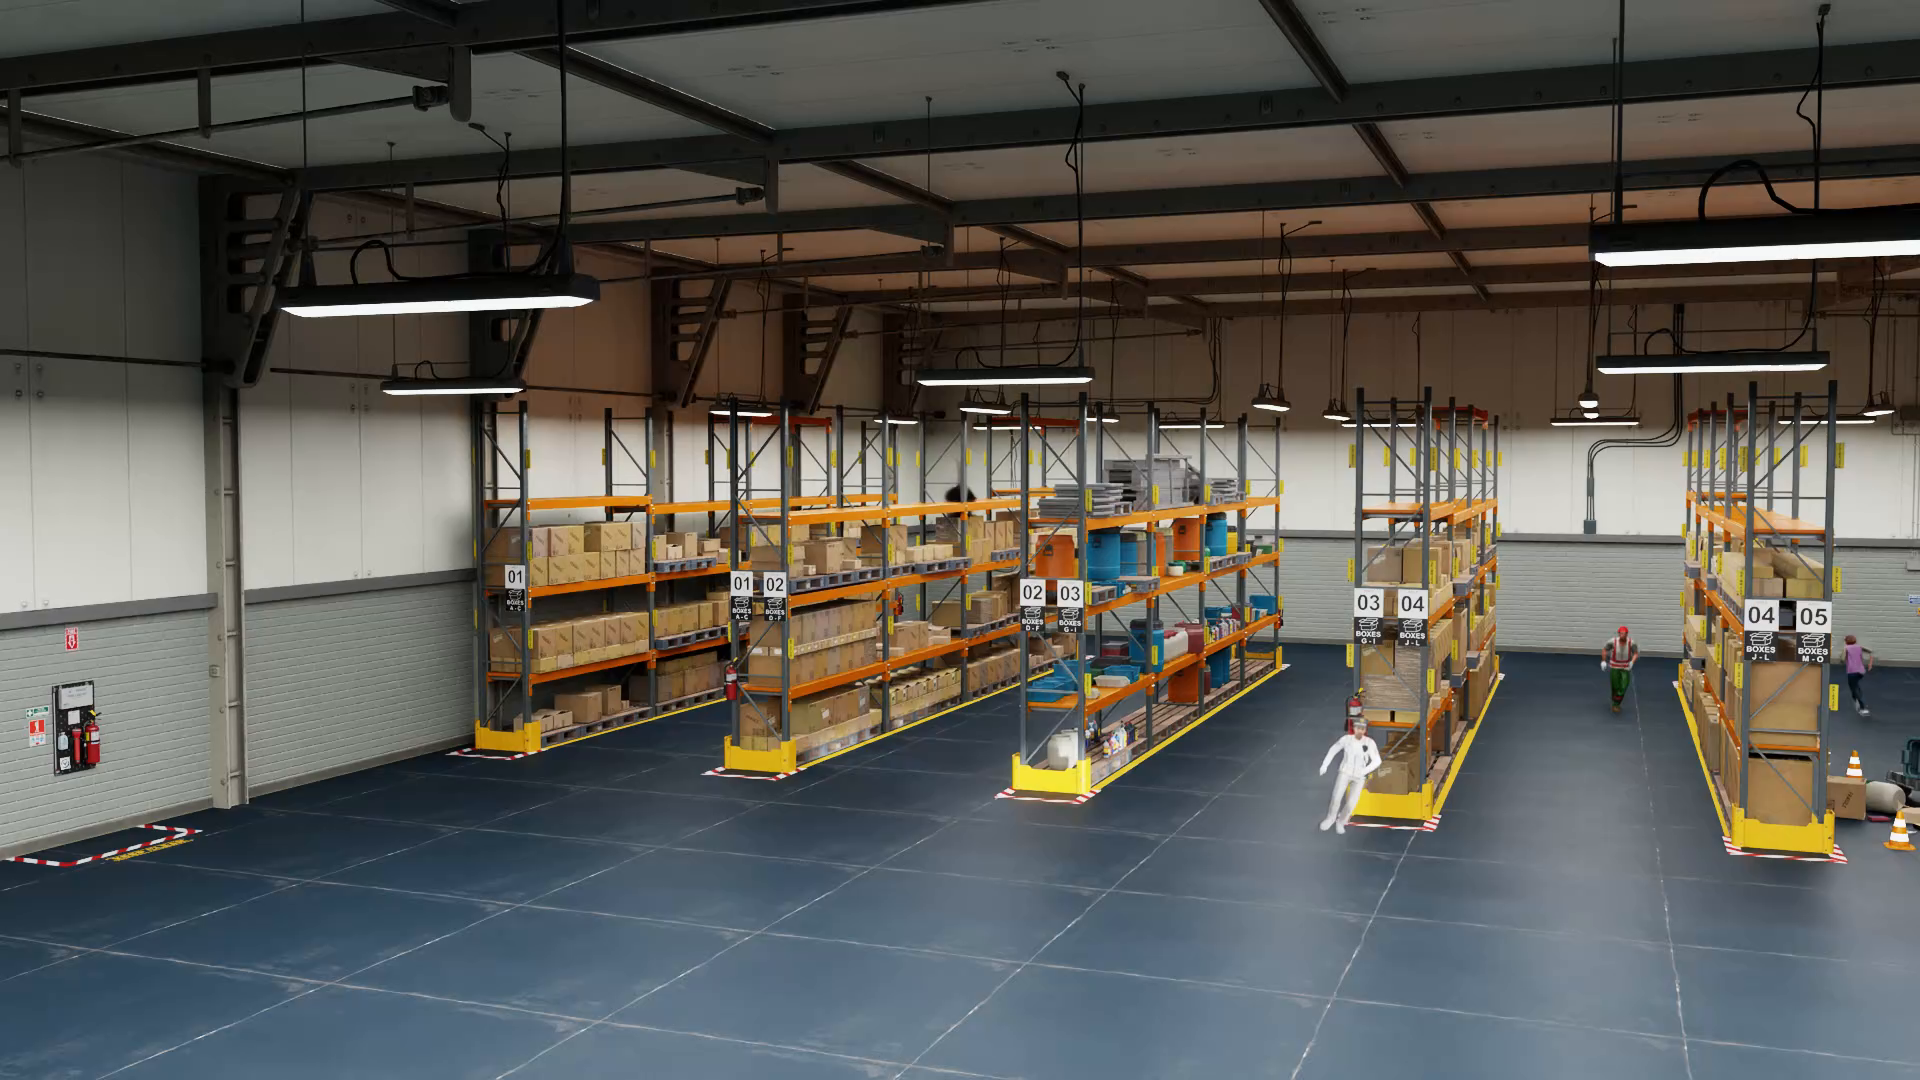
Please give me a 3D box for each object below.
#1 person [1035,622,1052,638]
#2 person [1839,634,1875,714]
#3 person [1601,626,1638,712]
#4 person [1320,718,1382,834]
[{"bbox_3d":[2.280,2.092,43.486,0.685,1.588,1.105,-2,3,-34],"label":"person"},{"bbox_3d":[17.603,2.627,32.659,0.547,1.524,0.816,0,3,-7],"label":"person"},{"bbox_3d":[13.102,2.543,33.016,0.648,1.715,0.705,0,3,6],"label":"person"},{"bbox_3d":[5.204,3.155,22.129,0.786,1.613,0.581,0,3,7],"label":"person"}]
